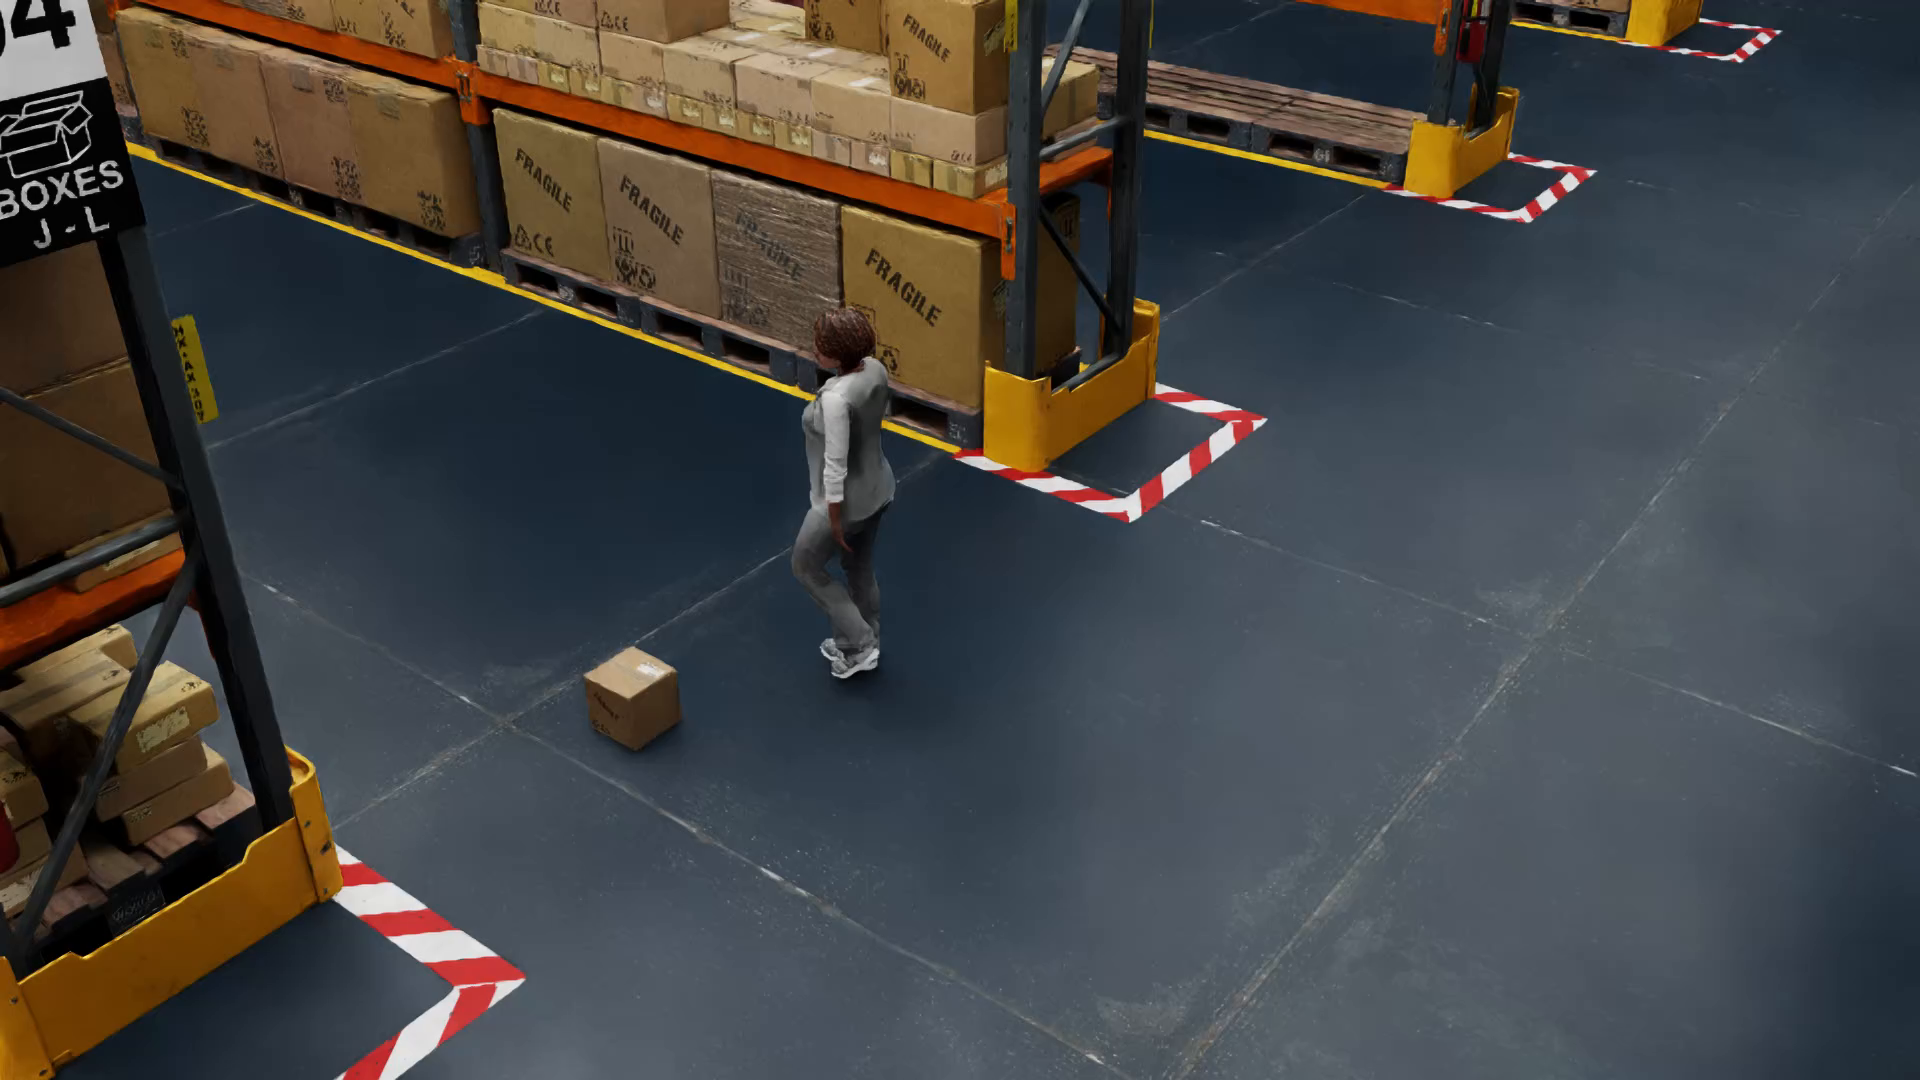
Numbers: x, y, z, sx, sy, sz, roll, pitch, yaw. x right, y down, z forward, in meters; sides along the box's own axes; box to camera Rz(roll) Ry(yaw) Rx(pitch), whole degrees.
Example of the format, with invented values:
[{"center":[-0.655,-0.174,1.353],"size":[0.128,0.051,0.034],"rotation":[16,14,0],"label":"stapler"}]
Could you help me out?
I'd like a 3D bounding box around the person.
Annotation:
[{"center":[-0.449,-0.151,6.352],"size":[0.376,1.605,0.431],"rotation":[16,35,24],"label":"person"}]
